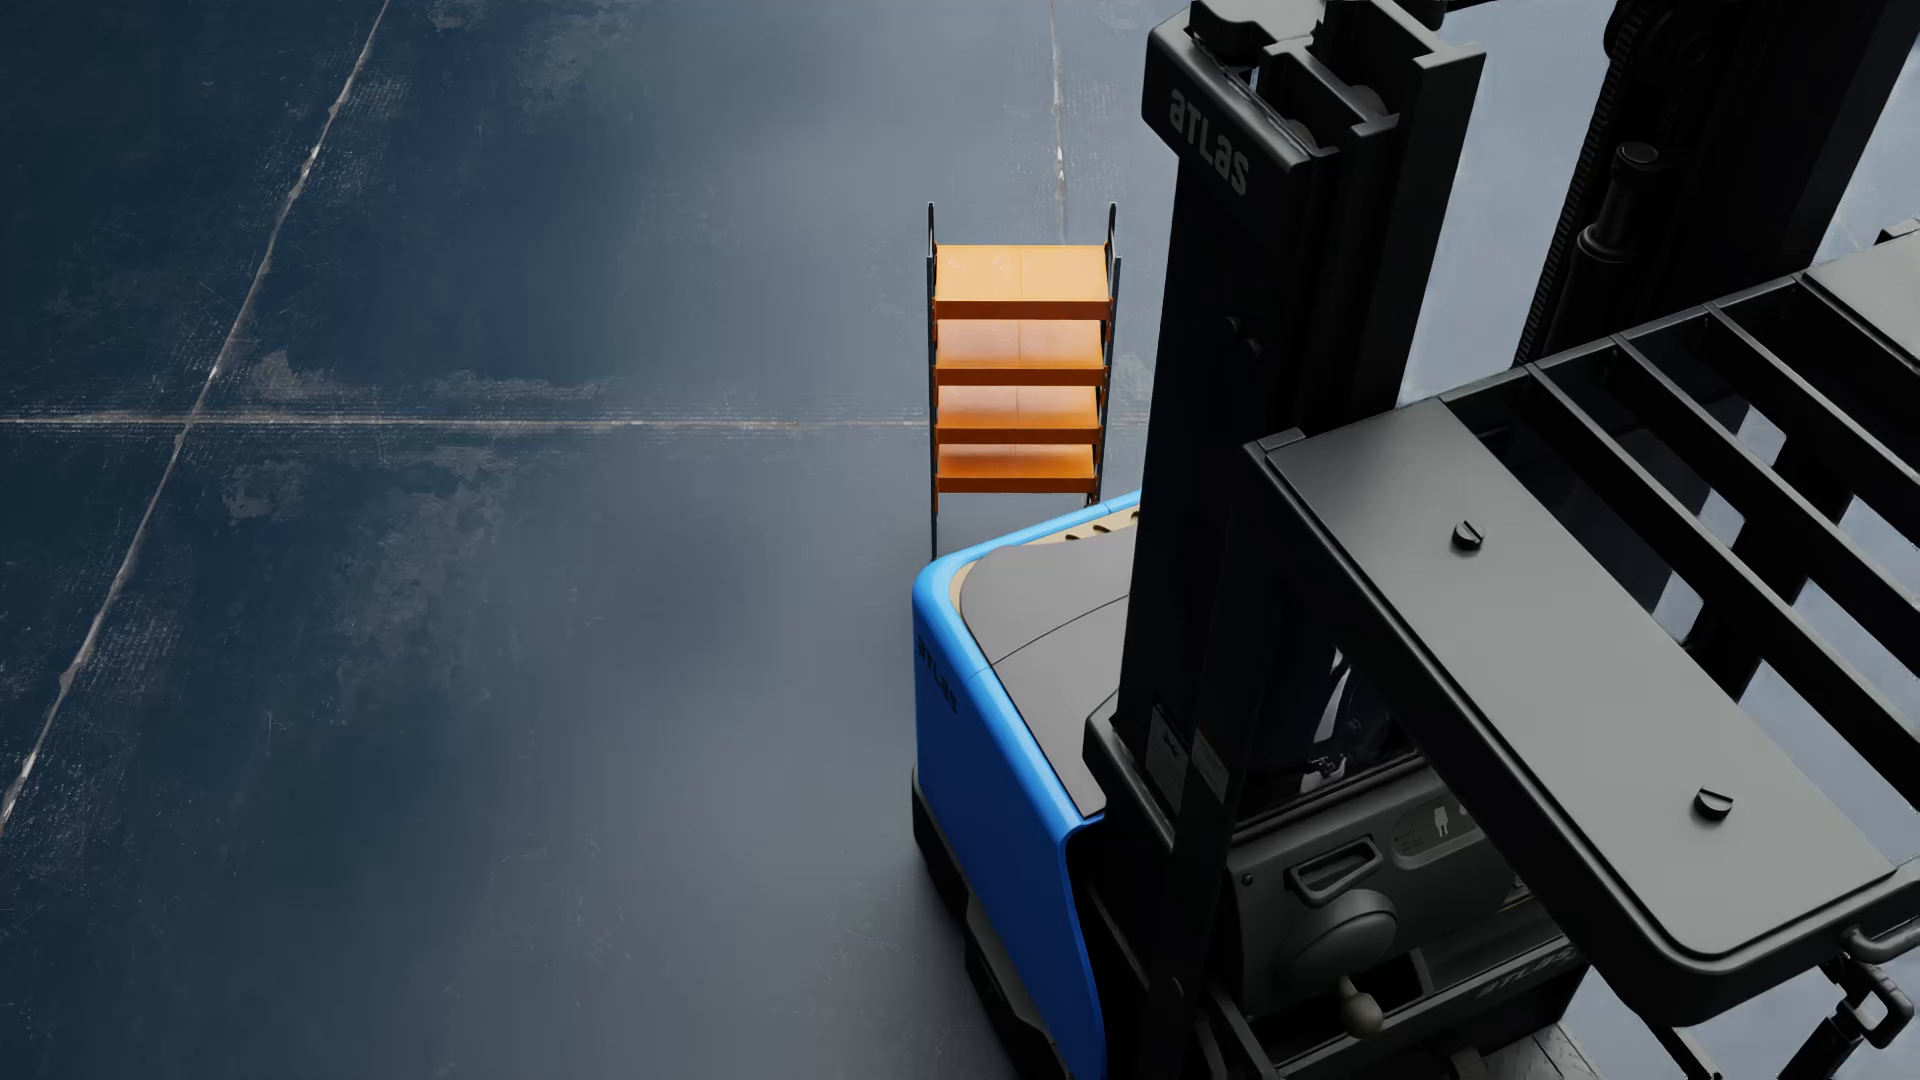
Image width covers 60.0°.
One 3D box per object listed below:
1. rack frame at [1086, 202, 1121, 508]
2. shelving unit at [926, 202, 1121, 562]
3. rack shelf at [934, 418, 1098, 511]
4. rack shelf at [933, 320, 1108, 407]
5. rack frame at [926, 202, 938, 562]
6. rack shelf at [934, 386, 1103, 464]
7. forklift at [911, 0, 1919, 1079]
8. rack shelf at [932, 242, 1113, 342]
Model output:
[{"bbox_3d":[0.410,-0.408,4.810,0.015,1.200,0.240,0,47,0],"label":"rack frame"},{"bbox_3d":[0.166,-0.408,4.810,0.503,1.200,0.258,0,47,0],"label":"shelving unit"},{"bbox_3d":[0.166,-0.227,5.005,0.480,0.148,0.258,0,47,0],"label":"rack shelf"},{"bbox_3d":[0.166,-0.515,4.696,0.480,0.148,0.258,0,47,0],"label":"rack shelf"},{"bbox_3d":[-0.078,-0.409,4.811,0.015,1.200,0.240,0,47,0],"label":"rack frame"},{"bbox_3d":[0.166,-0.362,4.860,0.480,0.148,0.258,0,47,0],"label":"rack shelf"},{"bbox_3d":[0.951,0.625,2.665,1.130,2.935,3.031,-19,50,-17],"label":"forklift"},{"bbox_3d":[0.166,-0.676,4.523,0.480,0.148,0.258,0,47,0],"label":"rack shelf"}]
